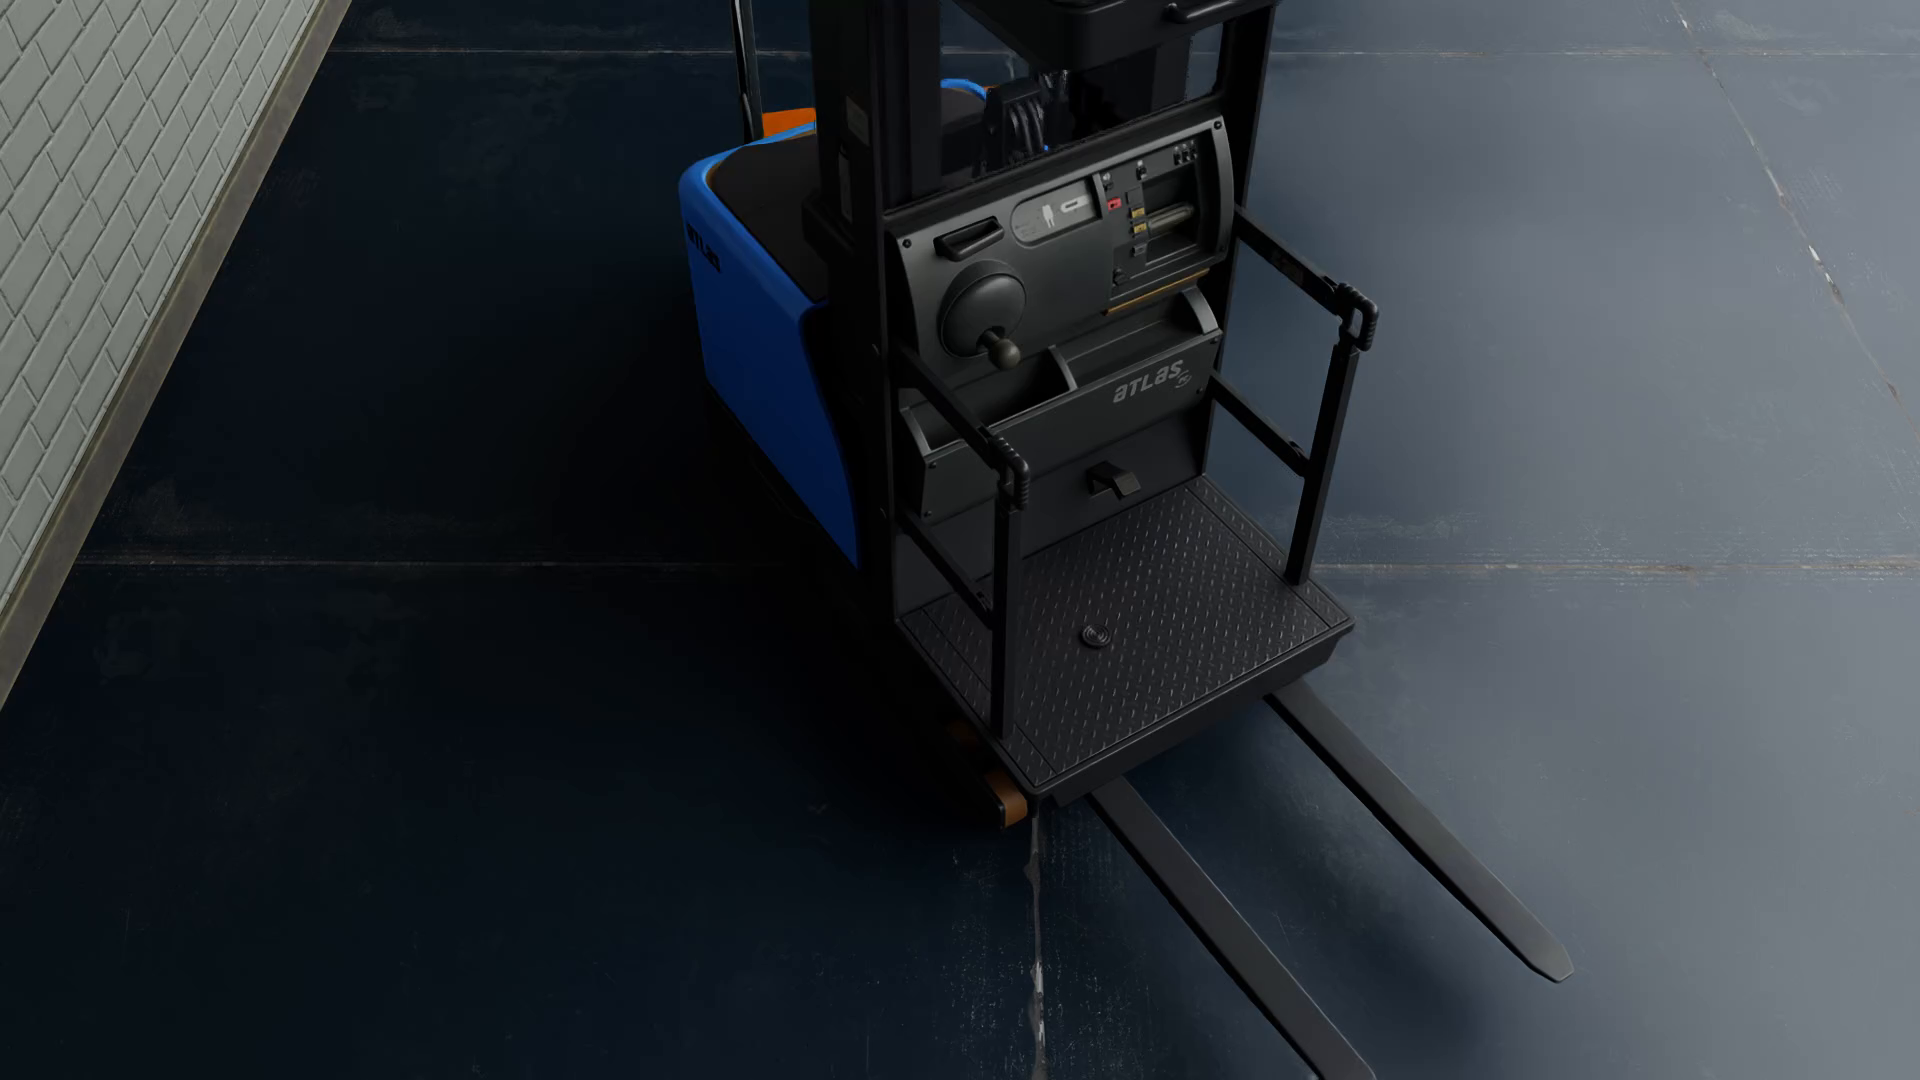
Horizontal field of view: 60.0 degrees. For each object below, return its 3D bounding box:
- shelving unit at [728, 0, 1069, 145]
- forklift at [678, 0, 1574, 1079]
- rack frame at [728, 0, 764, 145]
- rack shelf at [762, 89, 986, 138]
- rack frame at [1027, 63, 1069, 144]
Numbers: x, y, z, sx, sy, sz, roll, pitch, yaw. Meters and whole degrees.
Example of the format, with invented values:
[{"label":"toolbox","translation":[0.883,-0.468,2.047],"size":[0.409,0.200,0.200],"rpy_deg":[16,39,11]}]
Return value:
[{"label":"shelving unit","translation":[-0.180,-1.435,5.560],"size":[1.083,1.500,0.587],"rpy_deg":[-9,48,-9]},{"label":"forklift","translation":[14.756,3.014,0.442],"size":[20.096,2.935,26.805],"rpy_deg":[-25,52,-21]},{"label":"rack frame","translation":[-0.685,-1.351,5.482],"size":[0.032,1.500,0.500],"rpy_deg":[-9,48,-9]},{"label":"rack shelf","translation":[-0.189,-1.356,5.641],"size":[0.952,0.026,0.459],"rpy_deg":[-9,48,-9]},{"label":"rack frame","translation":[0.307,-1.516,5.636],"size":[0.032,1.500,0.500],"rpy_deg":[-9,48,-9]}]
